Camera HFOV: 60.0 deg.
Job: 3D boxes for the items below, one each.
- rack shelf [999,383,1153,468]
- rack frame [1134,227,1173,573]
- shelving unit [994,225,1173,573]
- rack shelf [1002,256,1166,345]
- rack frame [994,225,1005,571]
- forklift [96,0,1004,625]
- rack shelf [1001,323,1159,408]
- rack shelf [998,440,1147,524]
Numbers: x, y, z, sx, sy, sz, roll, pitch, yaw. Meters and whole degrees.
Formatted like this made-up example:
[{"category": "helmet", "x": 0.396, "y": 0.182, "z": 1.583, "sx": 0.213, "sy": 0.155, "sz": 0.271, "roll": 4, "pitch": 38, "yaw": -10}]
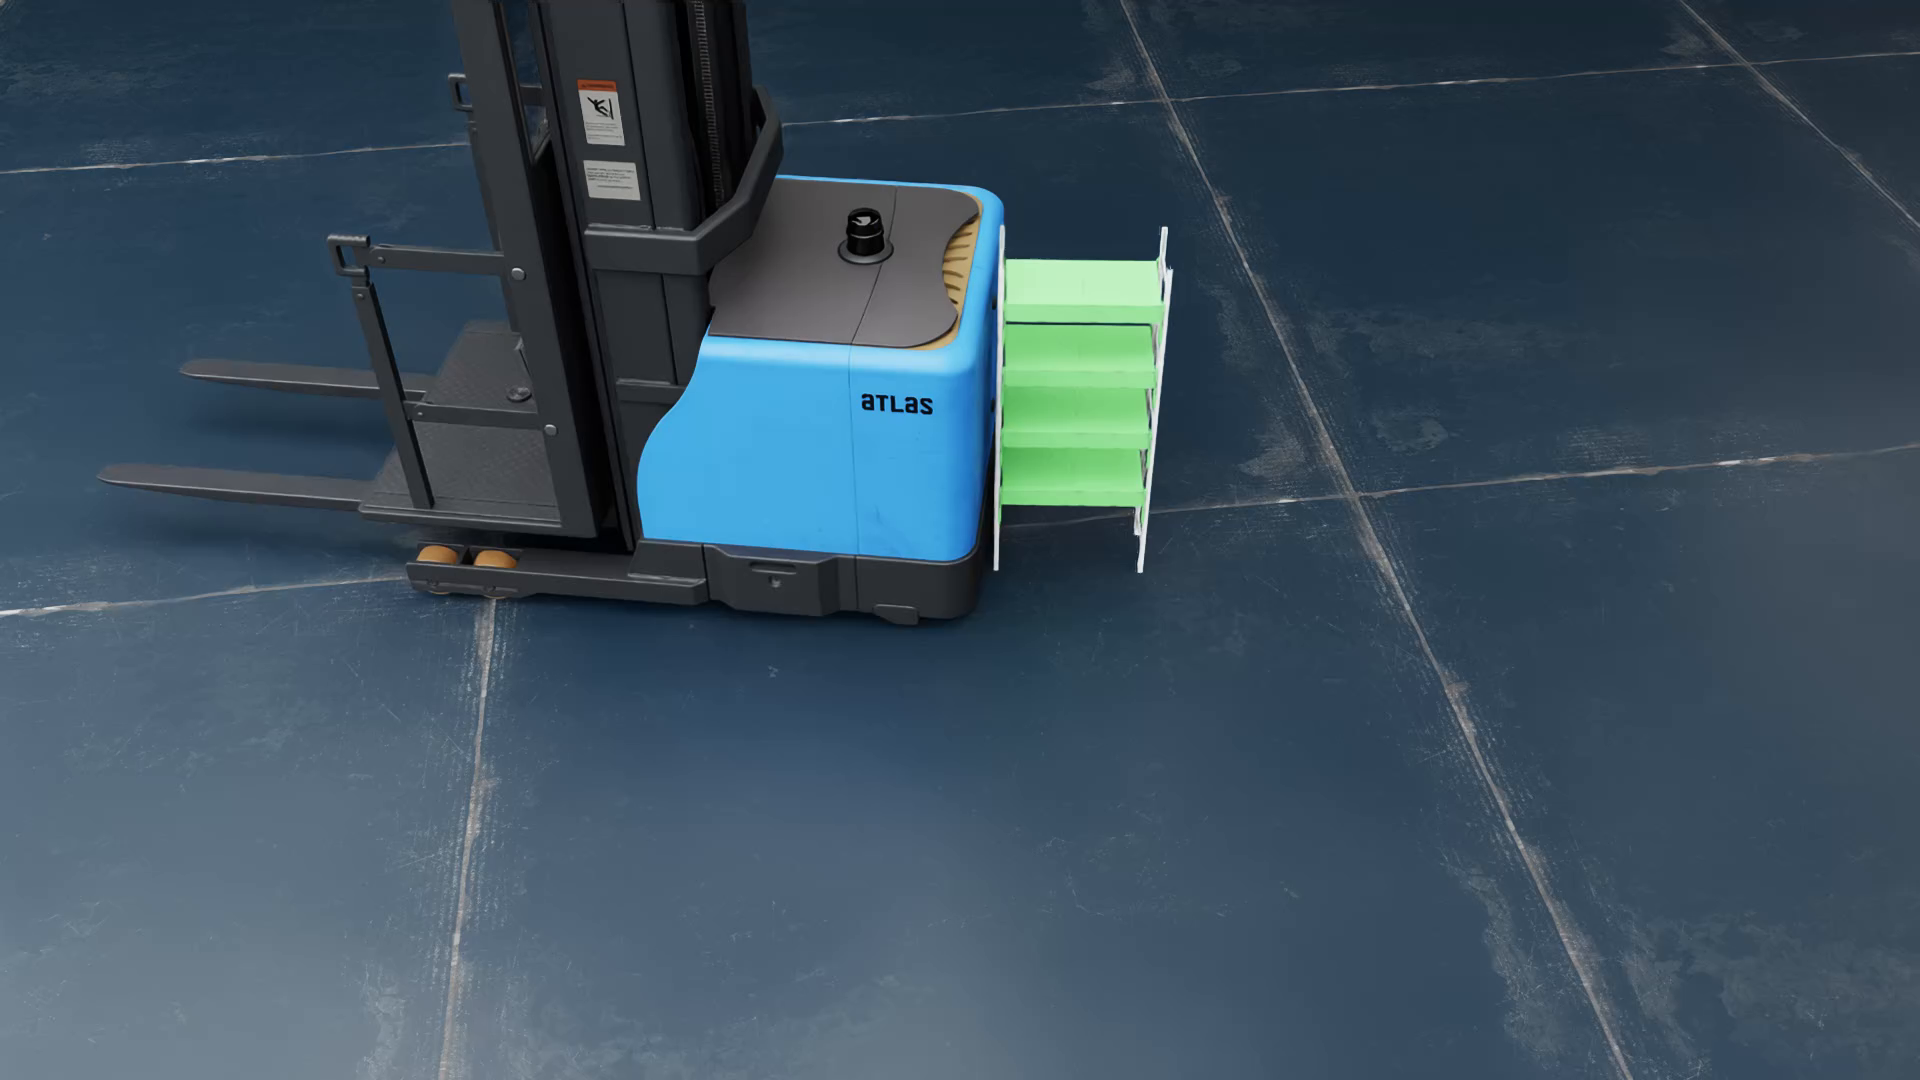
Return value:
[{"category": "rack shelf", "x": 0.369, "y": -0.371, "z": 5.361, "sx": 0.480, "sy": 0.148, "sz": 0.258, "roll": 1, "pitch": 42, "yaw": 1}, {"category": "rack frame", "x": 0.613, "y": -0.415, "z": 5.315, "sx": 0.015, "sy": 1.200, "sz": 0.240, "roll": 1, "pitch": 42, "yaw": 1}, {"category": "shelving unit", "x": 0.369, "y": -0.419, "z": 5.318, "sx": 0.503, "sy": 1.200, "sz": 0.258, "roll": 1, "pitch": 42, "yaw": 1}, {"category": "rack shelf", "x": 0.369, "y": -0.728, "z": 5.040, "sx": 0.480, "sy": 0.148, "sz": 0.258, "roll": 1, "pitch": 42, "yaw": 1}, {"category": "rack frame", "x": 0.125, "y": -0.422, "z": 5.322, "sx": 0.015, "sy": 1.200, "sz": 0.240, "roll": 1, "pitch": 42, "yaw": 1}, {"category": "forklift", "x": -1.397, "y": -1.239, "z": 4.935, "sx": 3.031, "sy": 2.935, "sz": 1.130, "roll": 4, "pitch": 42, "yaw": 5}, {"category": "rack shelf", "x": 0.369, "y": -0.549, "z": 5.200, "sx": 0.480, "sy": 0.148, "sz": 0.258, "roll": 1, "pitch": 42, "yaw": 1}, {"category": "rack shelf", "x": 0.369, "y": -0.193, "z": 5.522, "sx": 0.480, "sy": 0.148, "sz": 0.258, "roll": 1, "pitch": 42, "yaw": 1}]
